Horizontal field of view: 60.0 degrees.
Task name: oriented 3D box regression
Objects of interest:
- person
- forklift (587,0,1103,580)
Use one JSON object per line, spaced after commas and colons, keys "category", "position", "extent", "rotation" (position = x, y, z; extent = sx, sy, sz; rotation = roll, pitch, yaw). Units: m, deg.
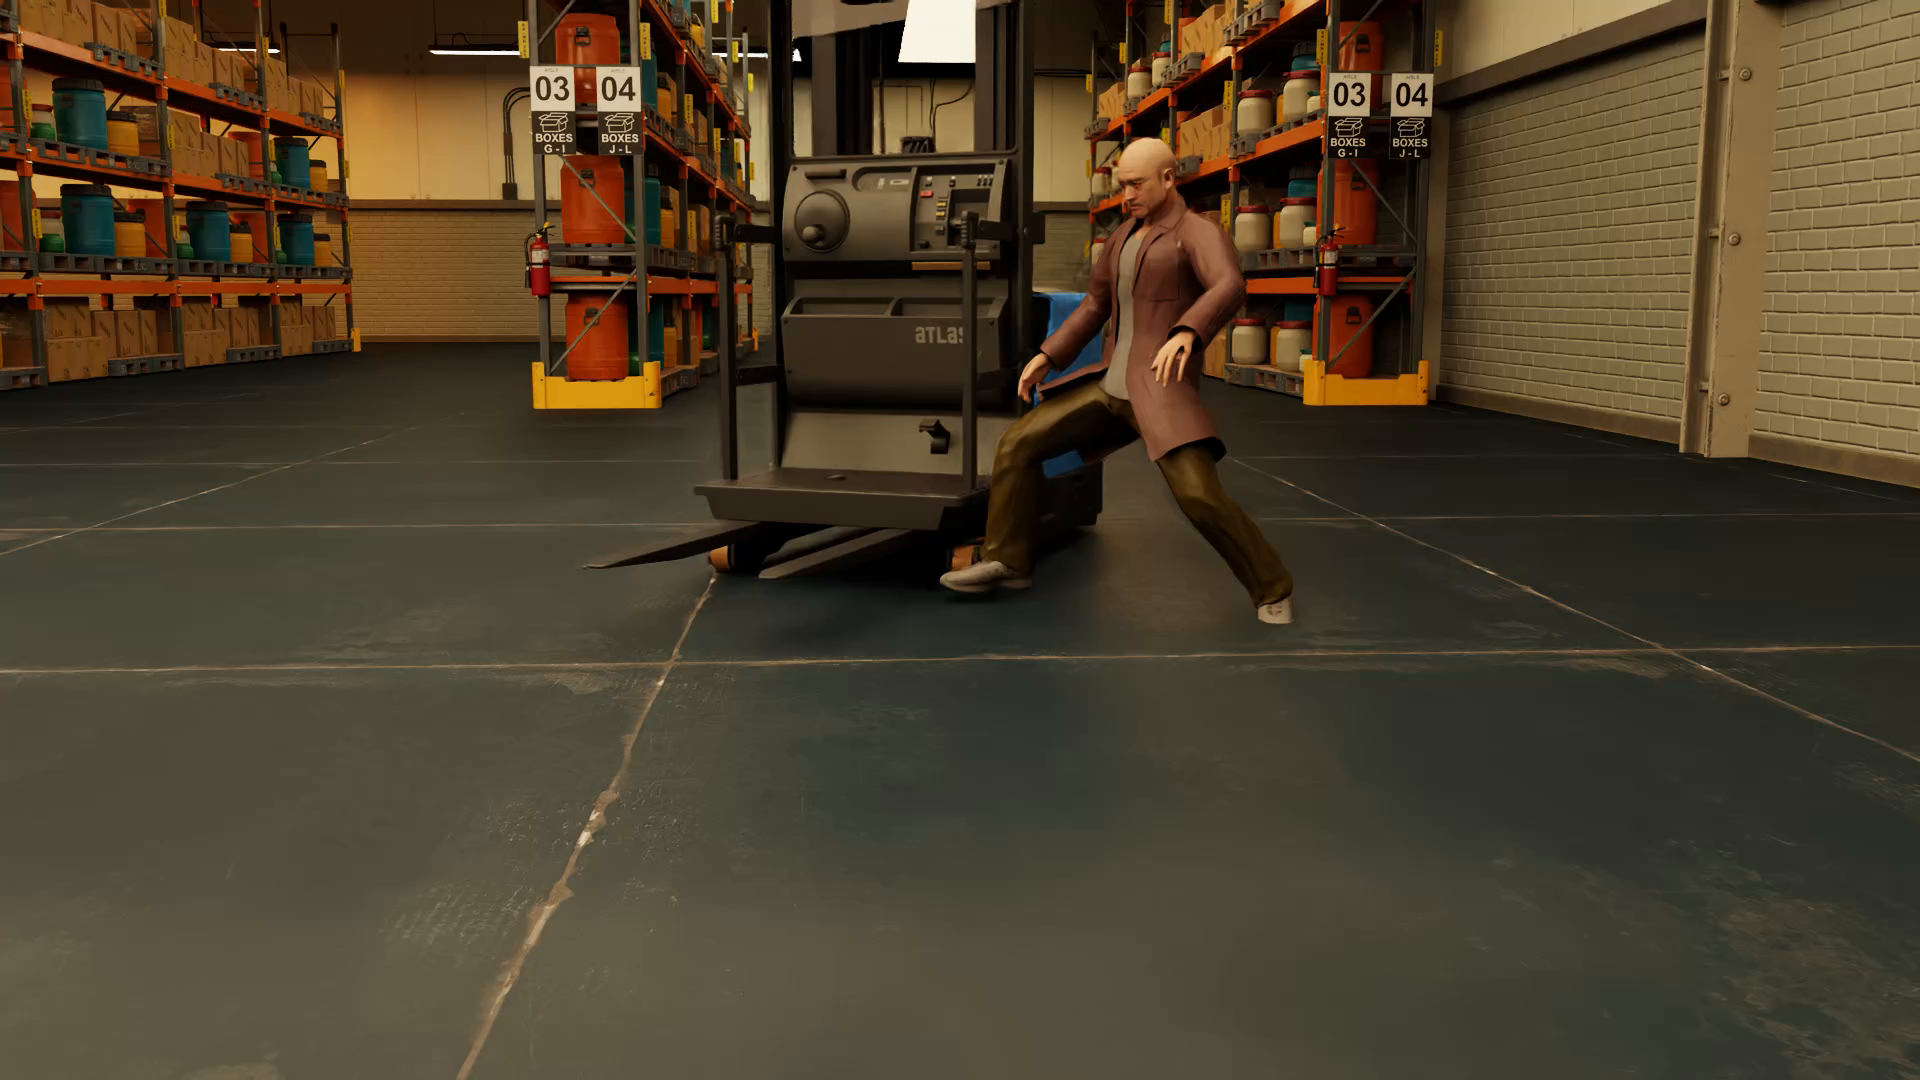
{"category": "person", "position": [0.586, -0.510, 5.591], "extent": [0.987, 1.652, 1.035], "rotation": [-5, 10, -31]}
{"category": "forklift", "position": [-0.335, -1.340, 6.352], "extent": [1.130, 2.935, 3.031], "rotation": [3, 9, 20]}
